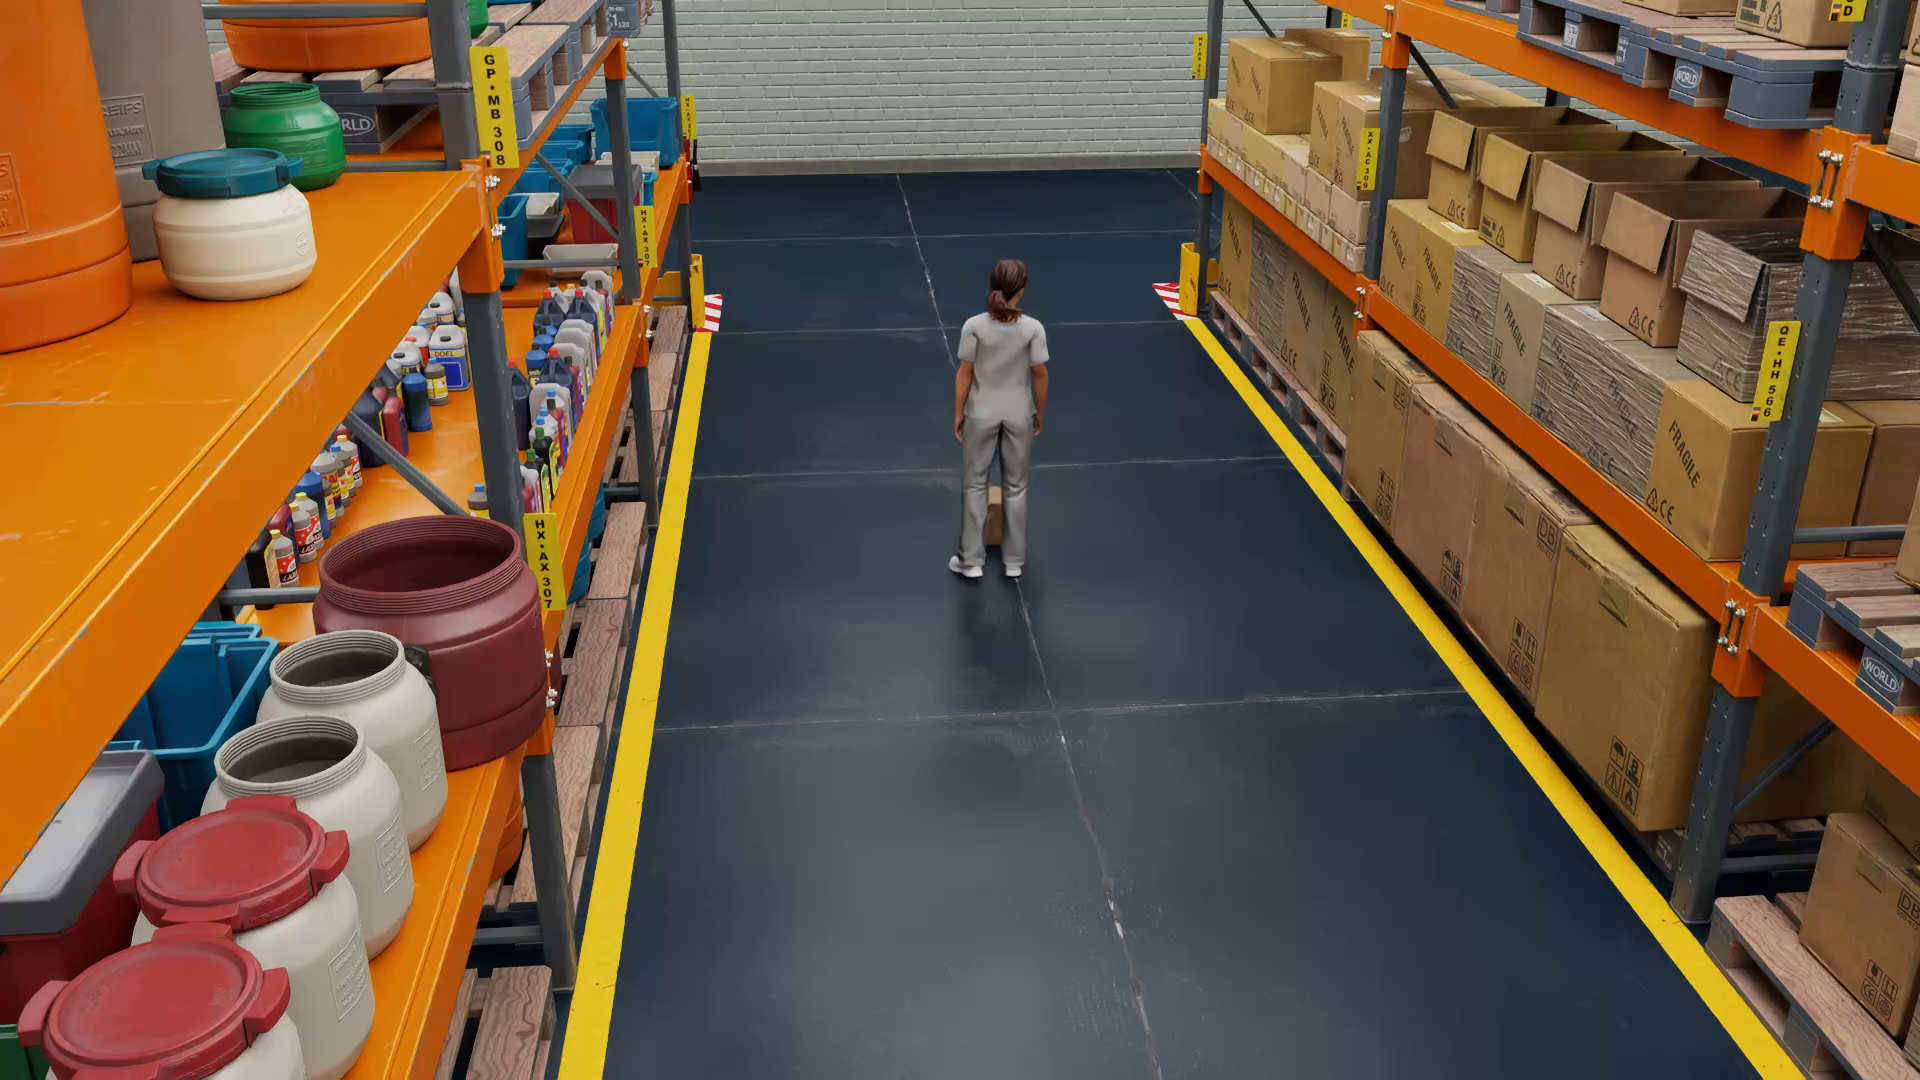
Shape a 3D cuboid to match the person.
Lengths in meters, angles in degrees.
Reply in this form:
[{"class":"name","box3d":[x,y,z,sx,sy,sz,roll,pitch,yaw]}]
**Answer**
[{"class":"person","box3d":[0.196,-0.599,8.452,0.496,1.700,0.392,-2,24,-4]}]
